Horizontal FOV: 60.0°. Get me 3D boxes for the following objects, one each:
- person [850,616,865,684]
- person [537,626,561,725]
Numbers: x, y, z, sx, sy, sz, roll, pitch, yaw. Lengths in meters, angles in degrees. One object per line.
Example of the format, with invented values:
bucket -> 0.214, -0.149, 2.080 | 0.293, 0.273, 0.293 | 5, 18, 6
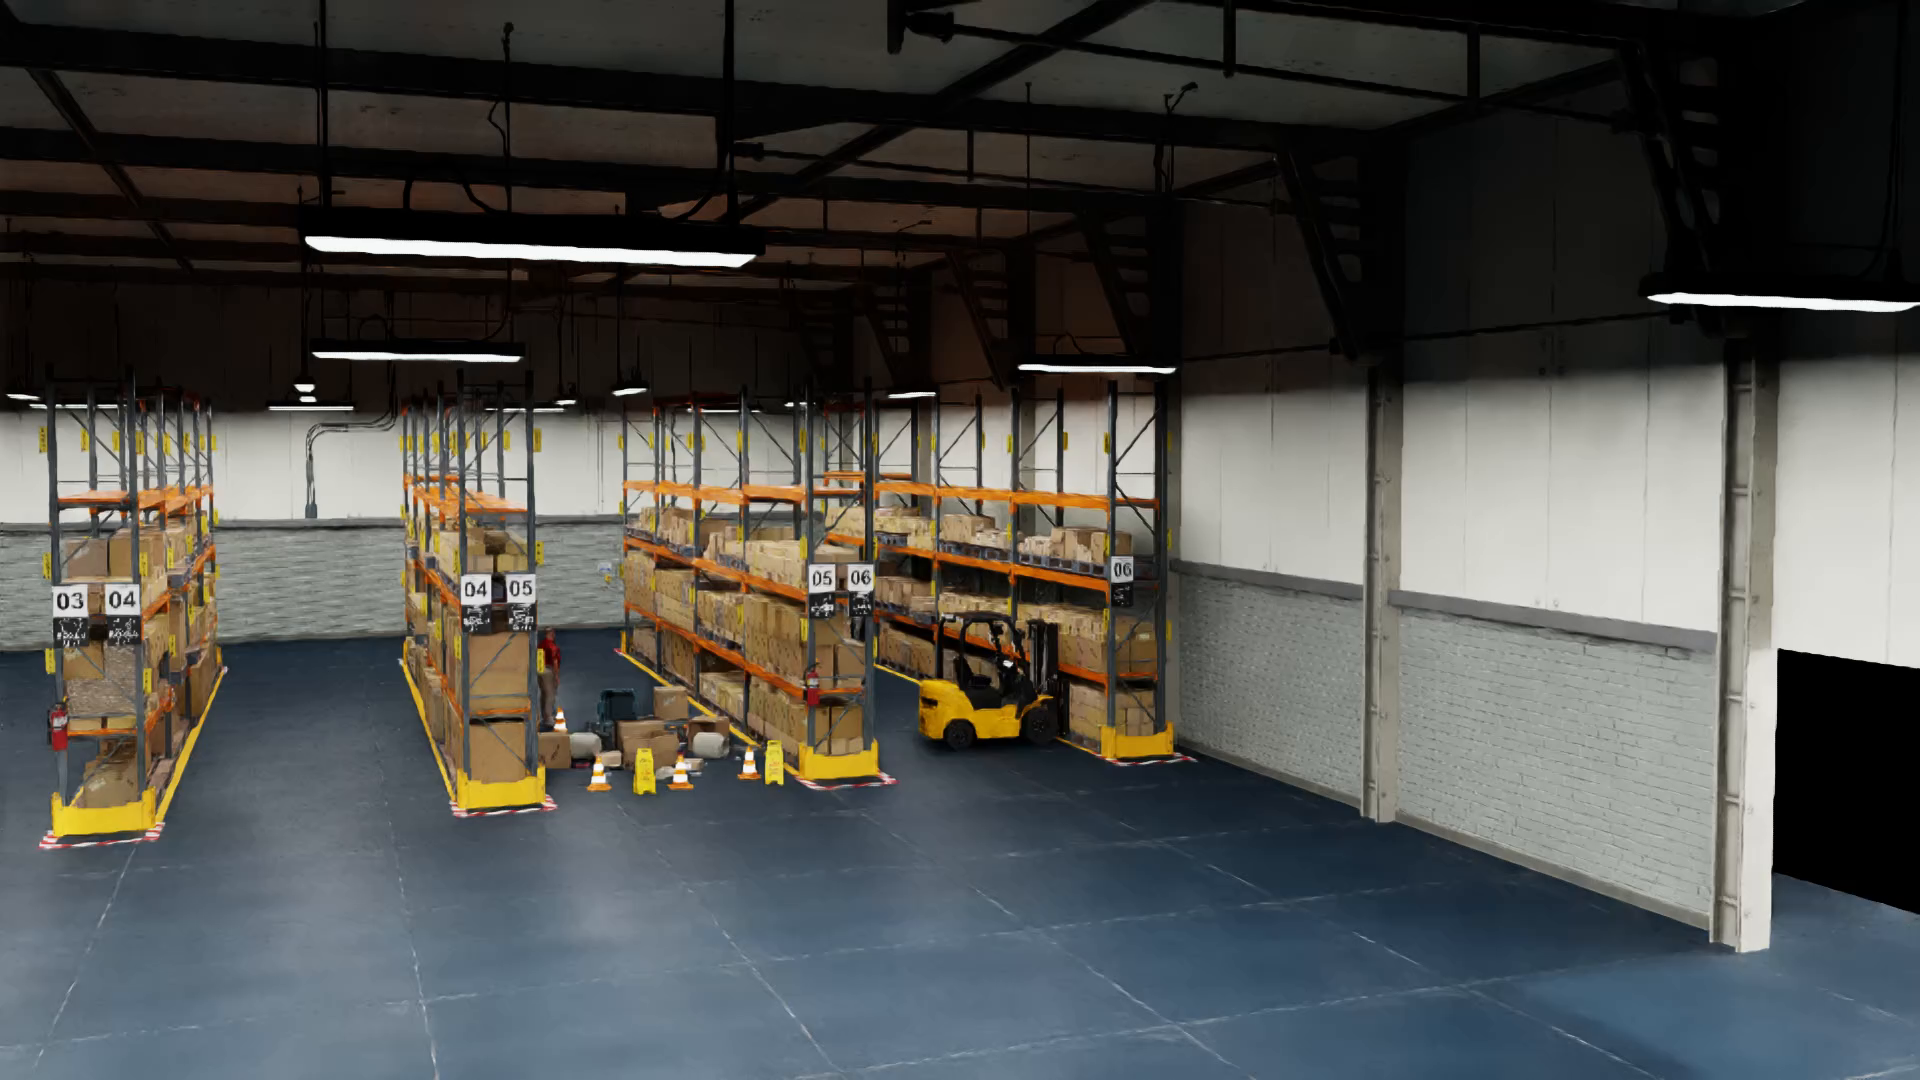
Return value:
person -> -2.125, 2.113, 34.577 | 0.579, 1.709, 0.640 | 0, 3, 2
person -> -7.280, 2.391, 29.624 | 0.476, 1.738, 0.625 | -3, 5, -45
